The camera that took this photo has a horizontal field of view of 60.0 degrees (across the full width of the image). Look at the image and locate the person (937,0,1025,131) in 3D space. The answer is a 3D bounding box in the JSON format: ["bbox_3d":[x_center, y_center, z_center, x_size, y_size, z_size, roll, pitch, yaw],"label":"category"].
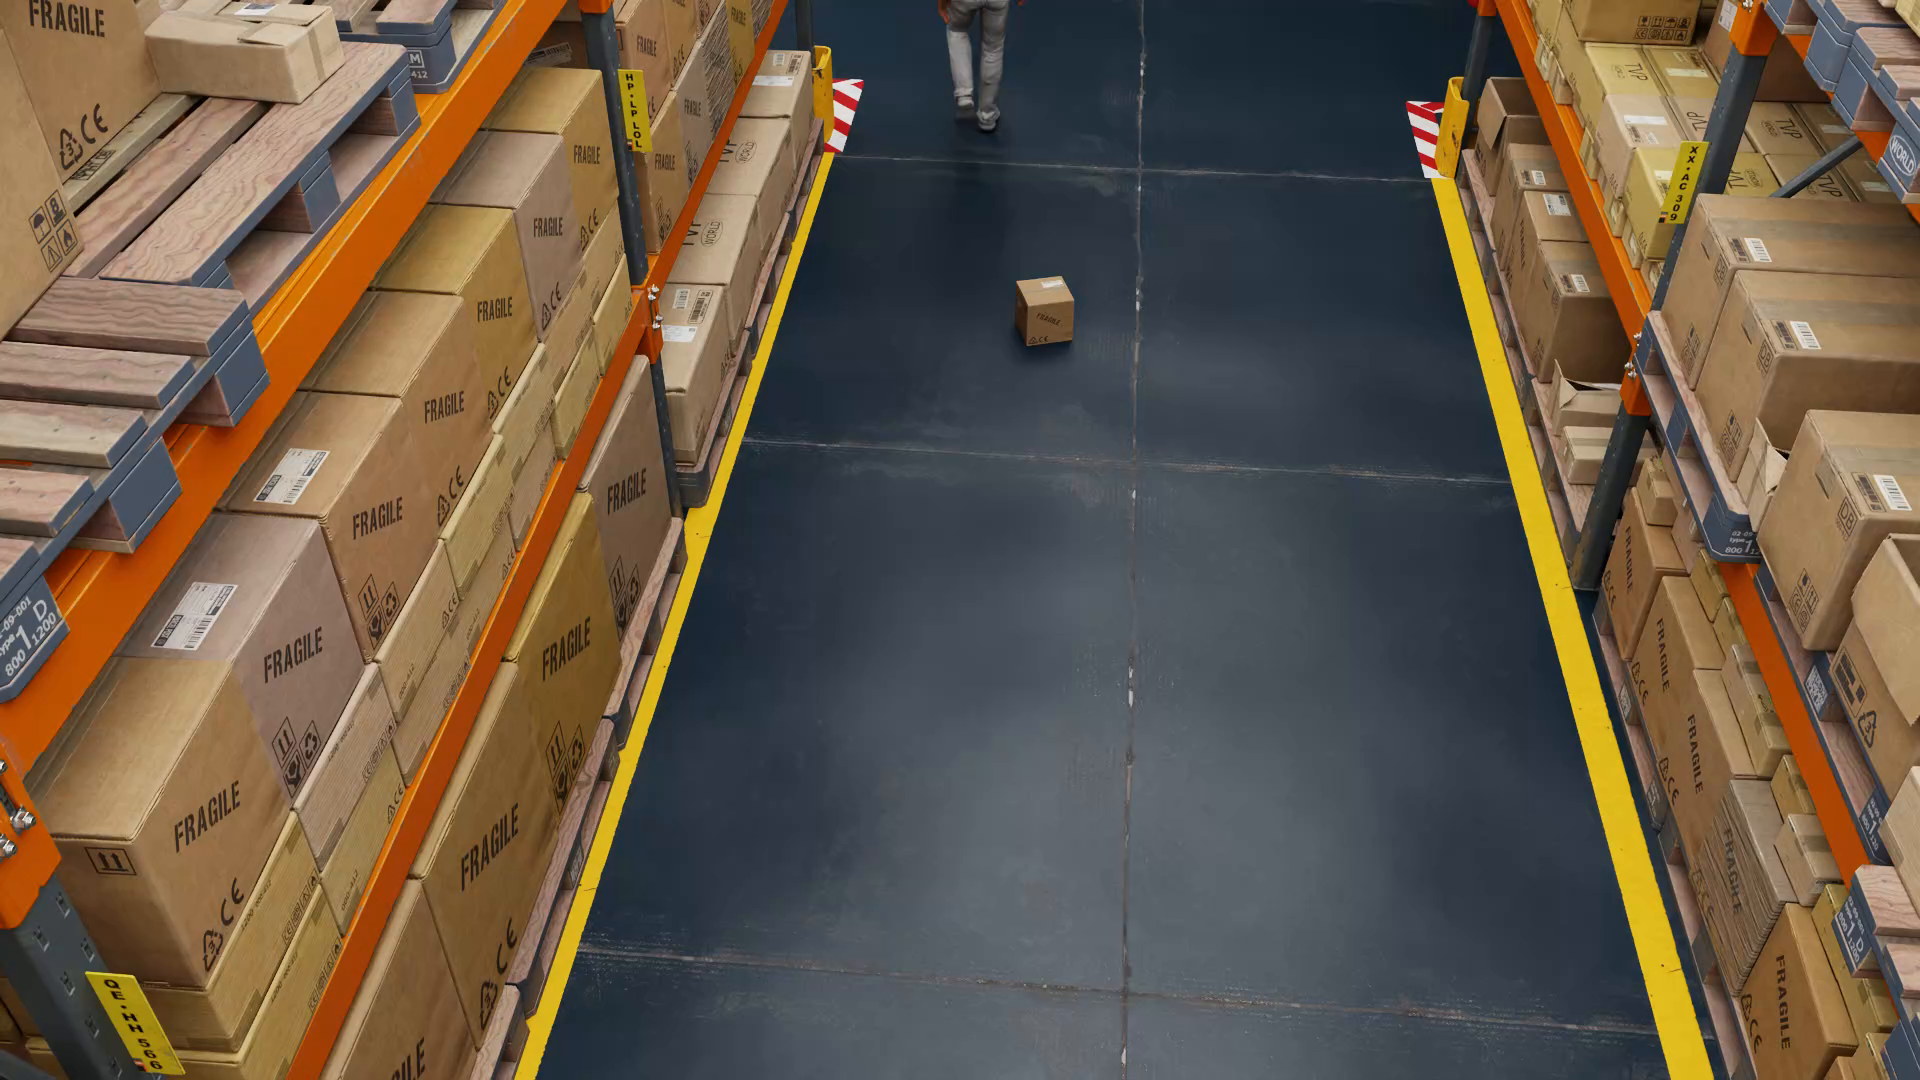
[{"bbox_3d":[0.130,-3.392,10.187,0.580,1.786,0.454,-1,40,-1],"label":"person"}]
